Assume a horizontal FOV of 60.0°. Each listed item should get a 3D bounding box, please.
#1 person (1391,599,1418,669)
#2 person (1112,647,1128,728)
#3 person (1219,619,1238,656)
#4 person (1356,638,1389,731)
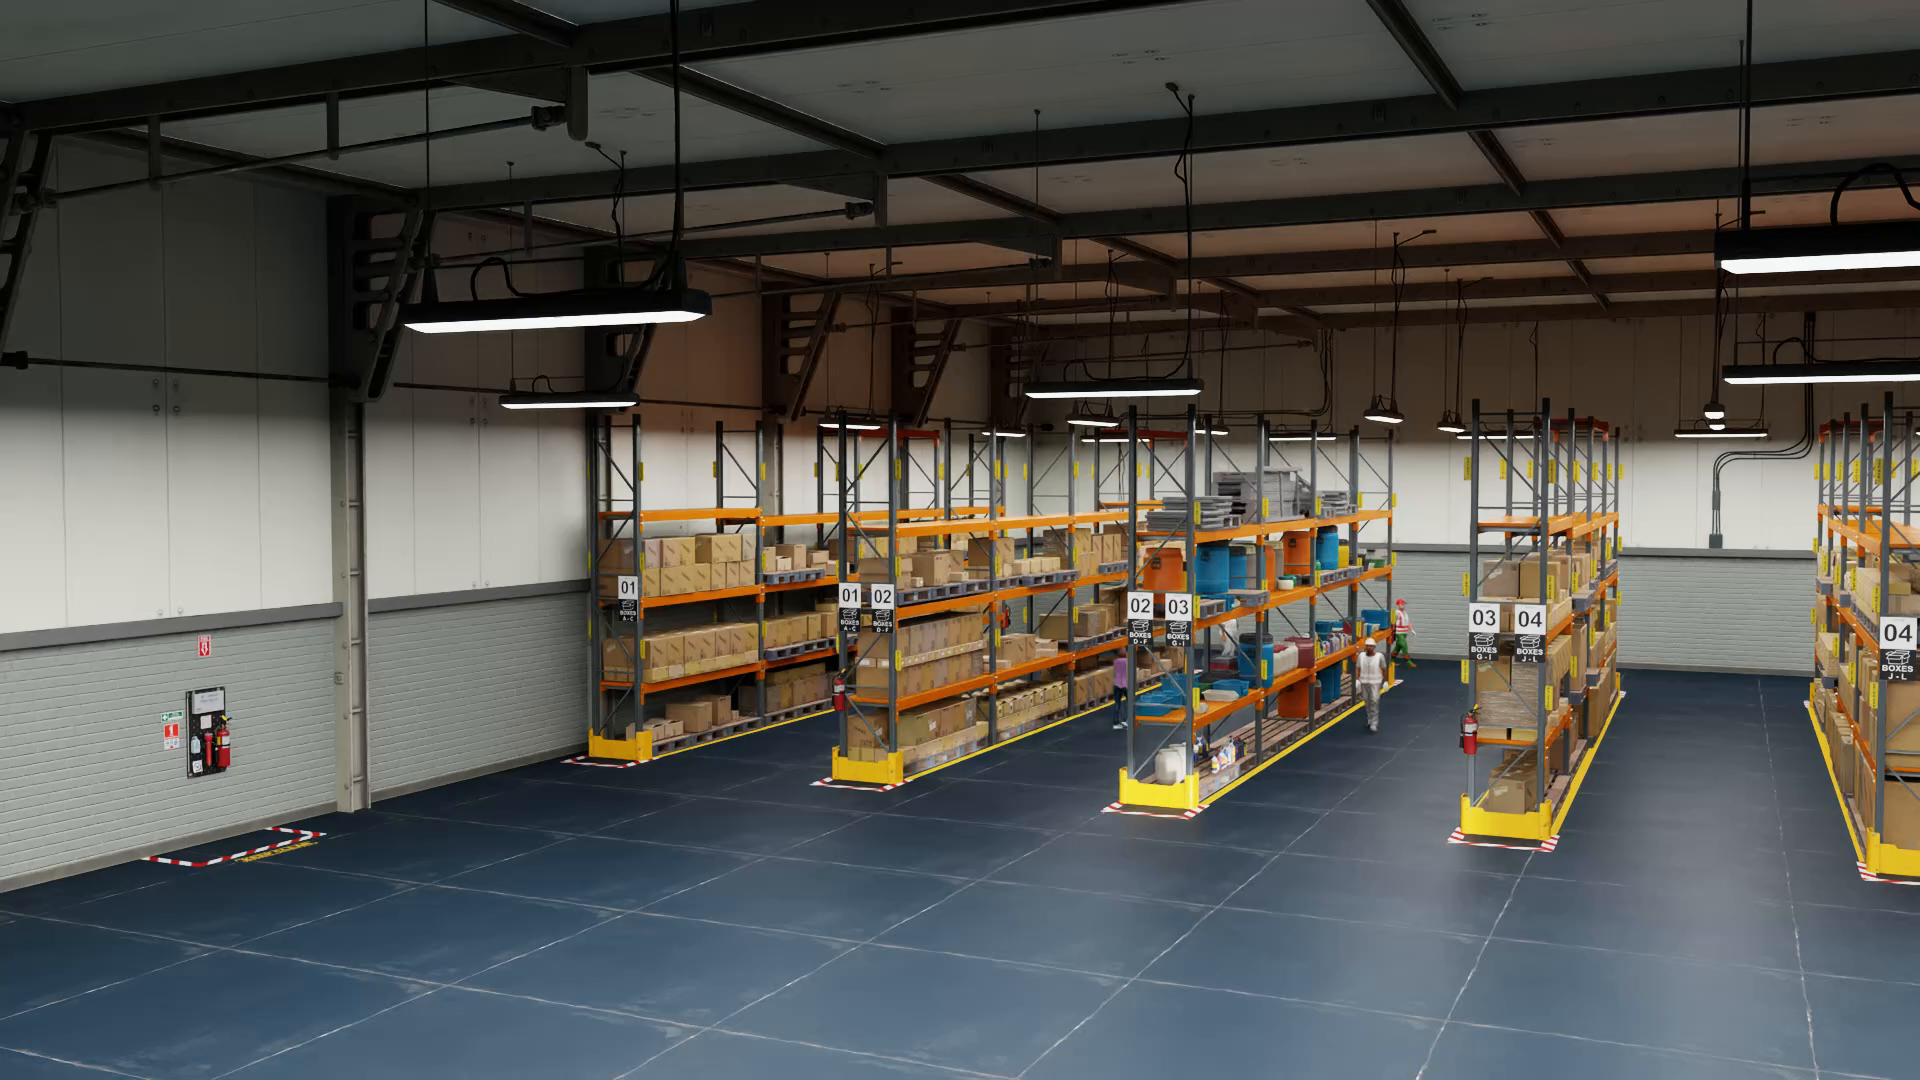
[{"bbox_3d":[11.286,2.376,42.255,0.566,1.746,0.995,-2,3,-37],"label":"person"},{"bbox_3d":[3.131,2.882,32.318,0.462,1.607,0.514,2,3,37],"label":"person"},{"bbox_3d":[6.784,2.459,41.979,0.425,1.716,0.537,2,3,42],"label":"person"},{"bbox_3d":[7.949,2.775,32.216,0.605,1.737,0.926,1,3,31],"label":"person"}]
